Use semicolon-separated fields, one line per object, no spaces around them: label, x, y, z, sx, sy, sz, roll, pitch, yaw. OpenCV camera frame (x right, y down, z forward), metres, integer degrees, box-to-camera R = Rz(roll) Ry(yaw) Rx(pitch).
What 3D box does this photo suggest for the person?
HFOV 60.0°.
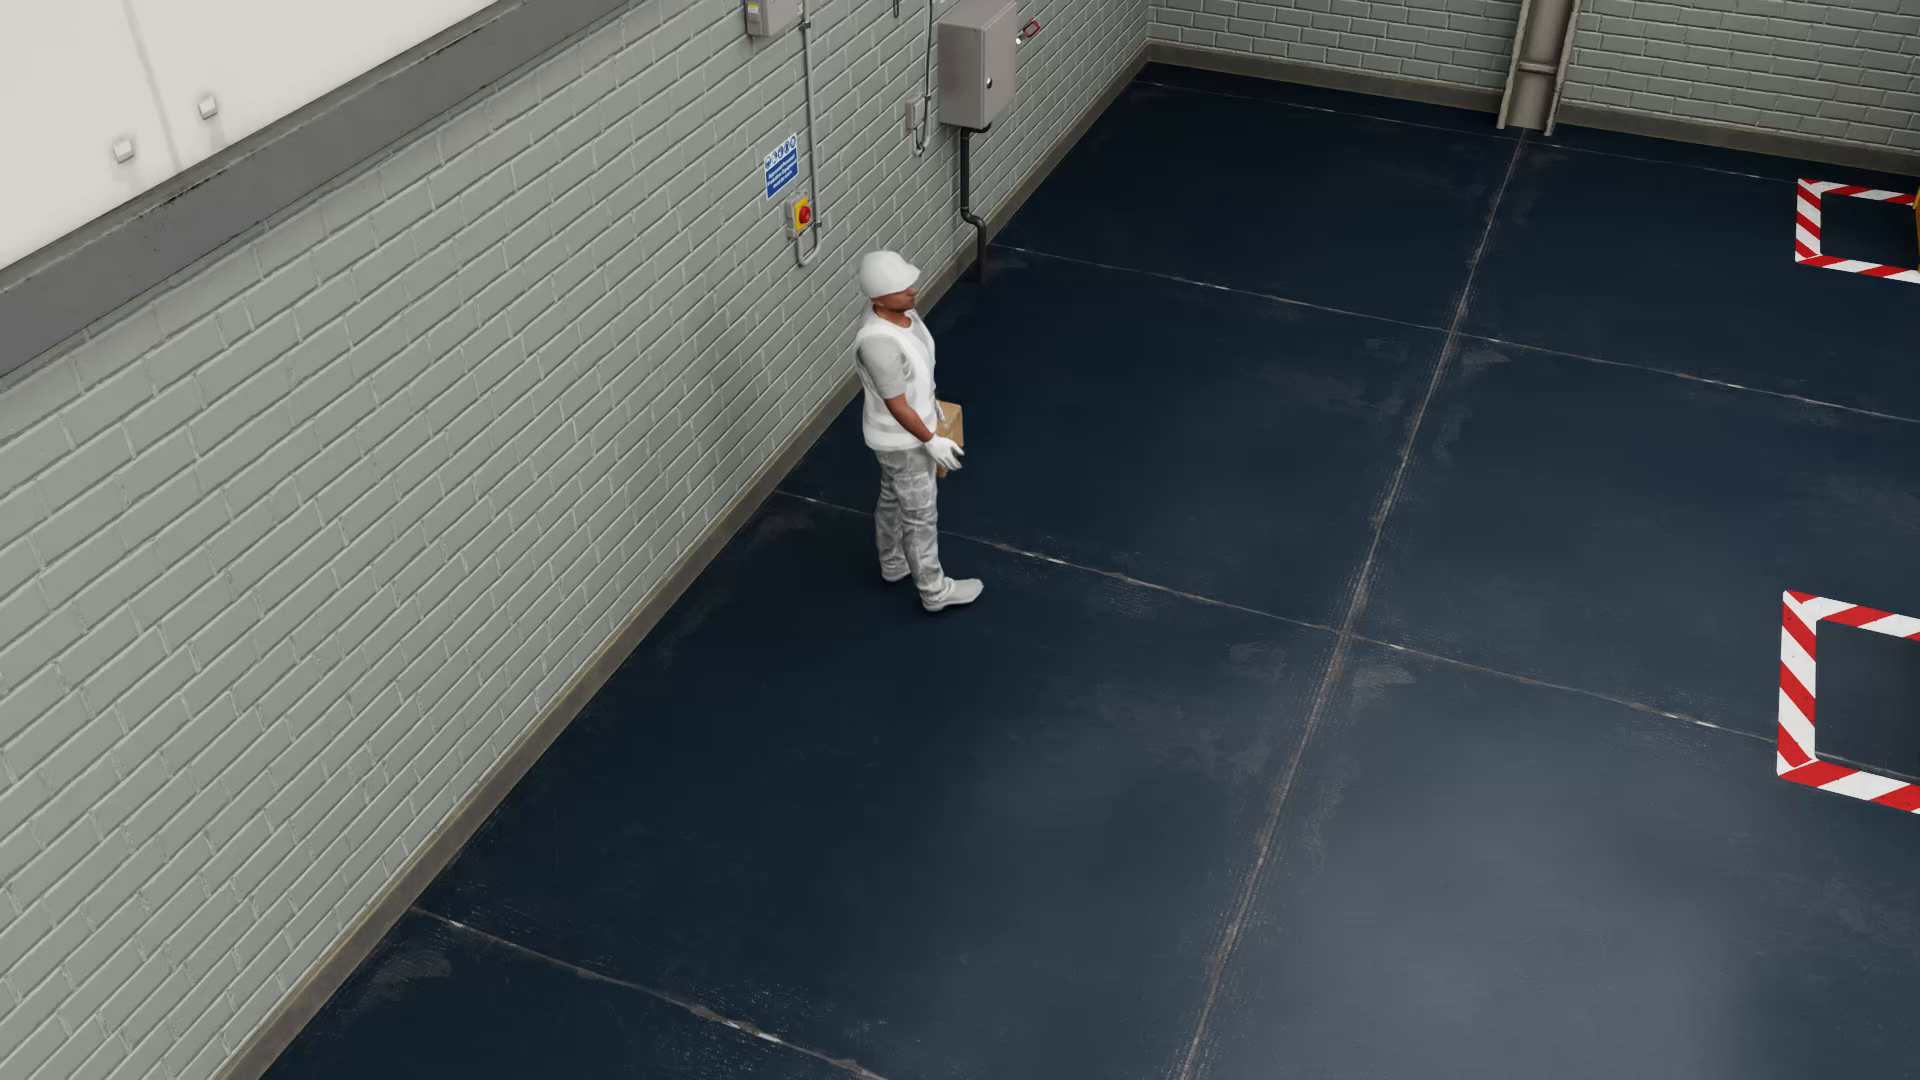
person;-0.176;-0.504;7.440;0.566;1.789;0.548;-2;37;-2
